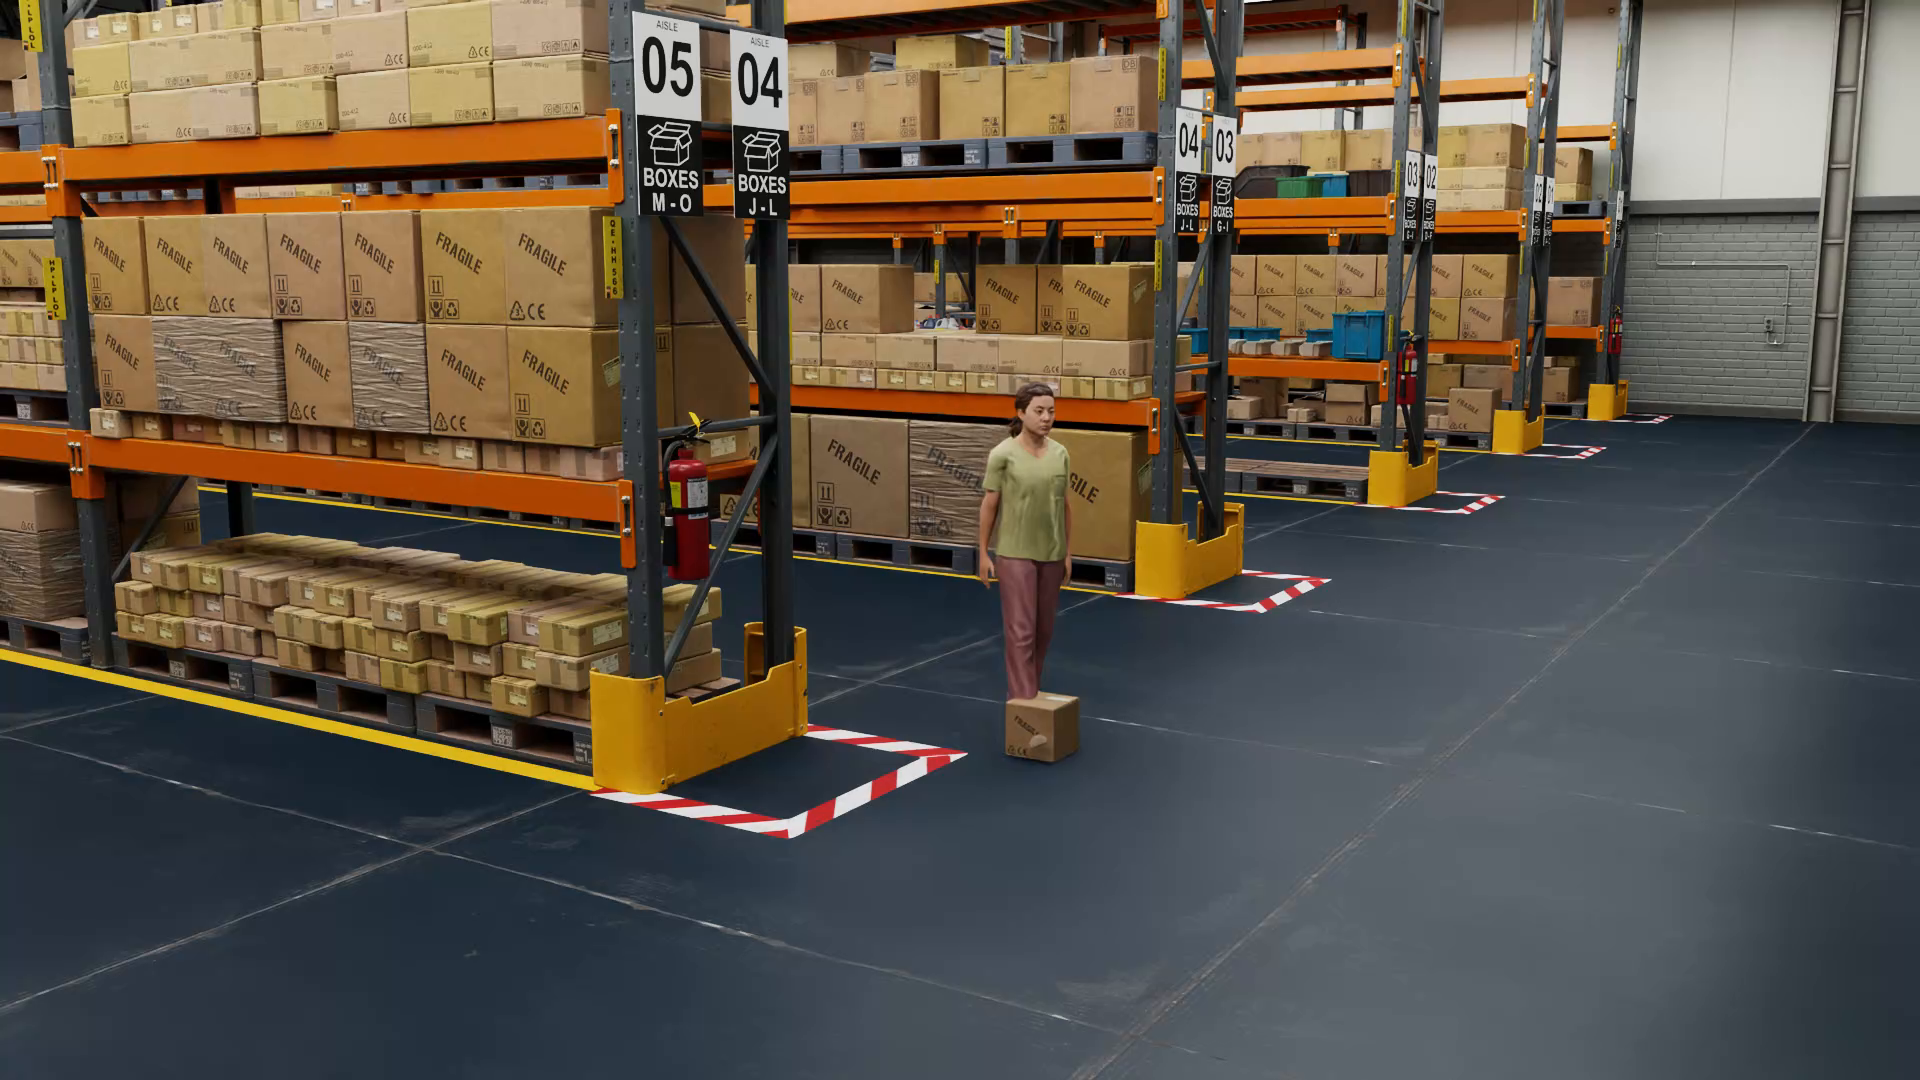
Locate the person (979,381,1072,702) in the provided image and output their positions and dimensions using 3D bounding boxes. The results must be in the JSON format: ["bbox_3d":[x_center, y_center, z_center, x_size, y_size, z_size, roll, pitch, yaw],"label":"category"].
[{"bbox_3d":[0.372,0.108,7.712,0.465,1.665,0.680,-4,10,-24],"label":"person"}]
